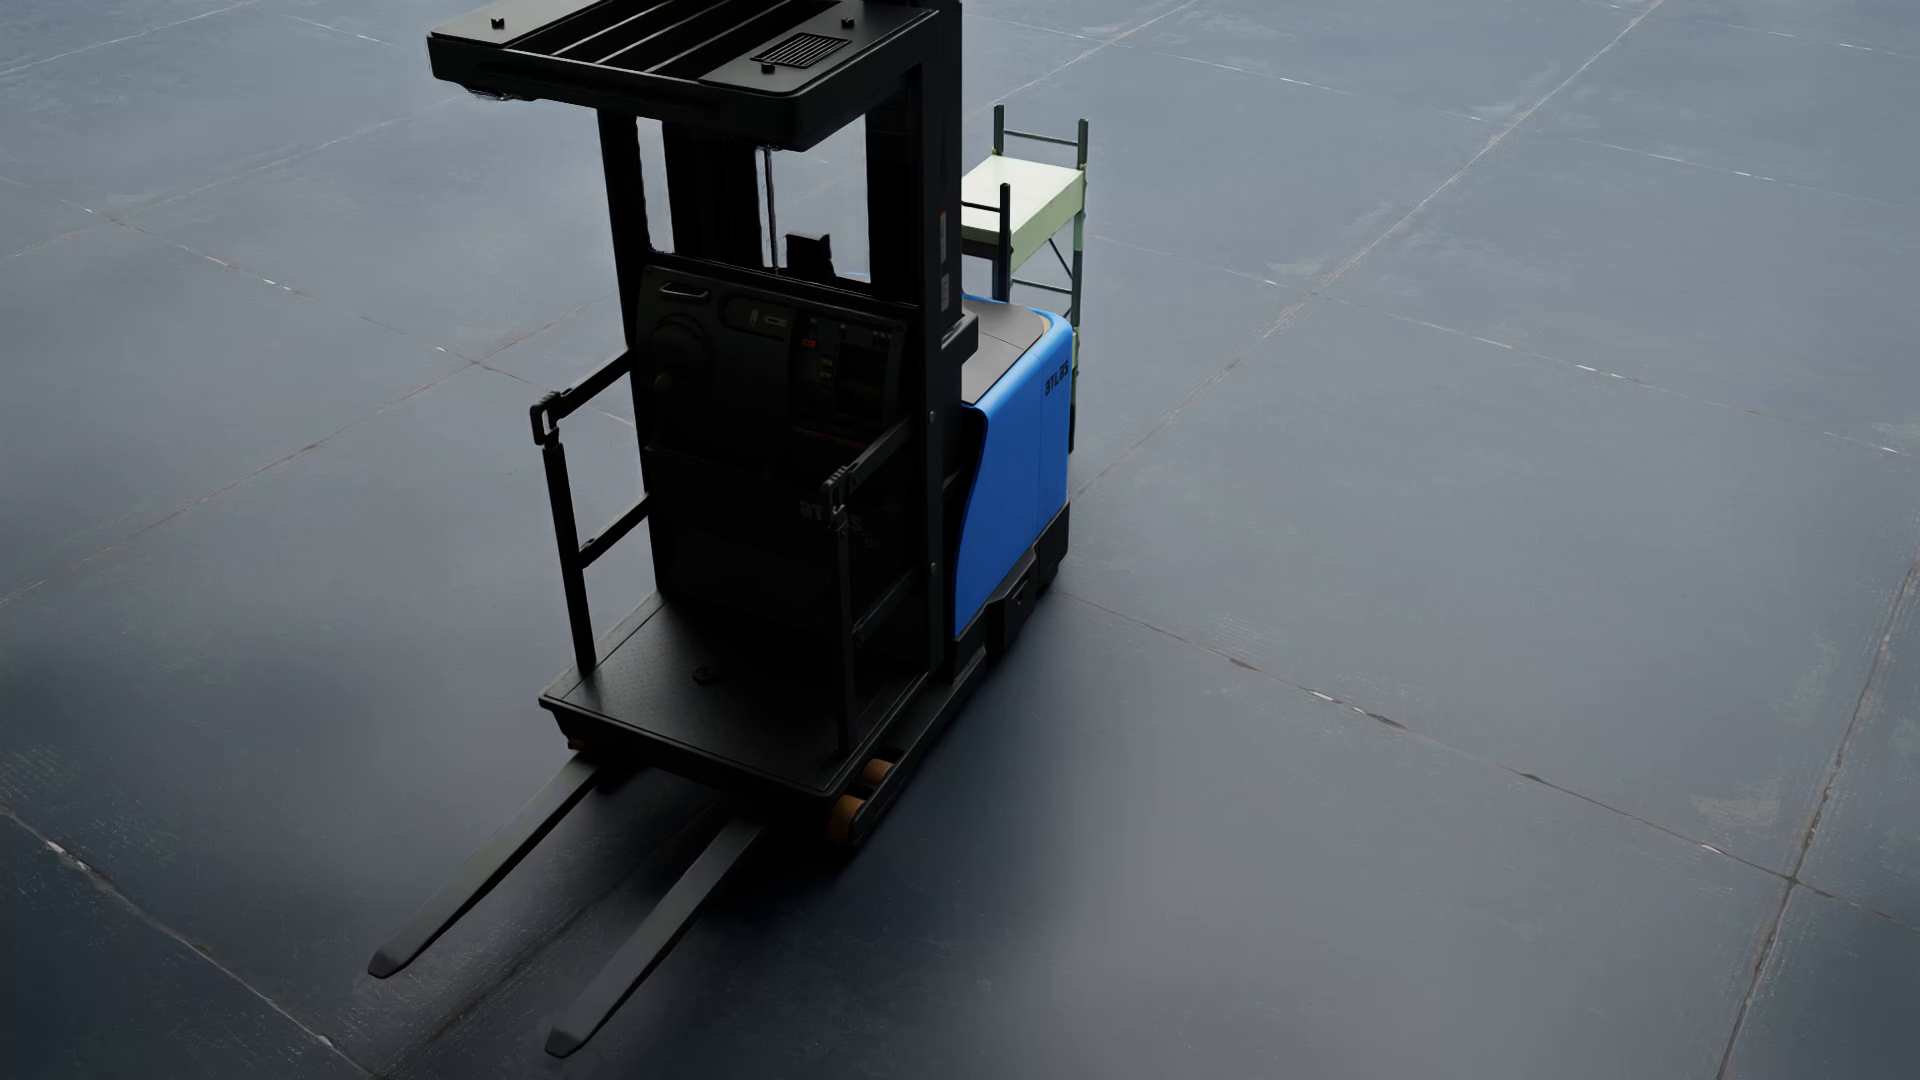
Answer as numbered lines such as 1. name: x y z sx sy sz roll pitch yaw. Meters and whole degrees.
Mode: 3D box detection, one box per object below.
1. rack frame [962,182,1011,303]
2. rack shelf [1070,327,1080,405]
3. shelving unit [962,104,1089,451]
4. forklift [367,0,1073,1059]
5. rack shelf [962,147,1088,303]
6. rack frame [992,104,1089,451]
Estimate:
1. rack frame: -0.002 -0.699 6.445 0.400 1.500 0.023 15 37 21
2. rack shelf: 0.159 -0.613 6.900 0.431 0.370 0.720 15 37 21
3. shelving unit: 0.159 -0.883 6.717 0.431 1.500 0.755 15 37 21
4. forklift: -0.675 -0.518 4.899 1.130 2.935 3.031 15 37 21
5. rack shelf: 0.159 -1.206 6.498 0.431 0.370 0.720 15 37 21
6. rack frame: 0.320 -1.067 6.989 0.400 1.500 0.023 15 37 21
